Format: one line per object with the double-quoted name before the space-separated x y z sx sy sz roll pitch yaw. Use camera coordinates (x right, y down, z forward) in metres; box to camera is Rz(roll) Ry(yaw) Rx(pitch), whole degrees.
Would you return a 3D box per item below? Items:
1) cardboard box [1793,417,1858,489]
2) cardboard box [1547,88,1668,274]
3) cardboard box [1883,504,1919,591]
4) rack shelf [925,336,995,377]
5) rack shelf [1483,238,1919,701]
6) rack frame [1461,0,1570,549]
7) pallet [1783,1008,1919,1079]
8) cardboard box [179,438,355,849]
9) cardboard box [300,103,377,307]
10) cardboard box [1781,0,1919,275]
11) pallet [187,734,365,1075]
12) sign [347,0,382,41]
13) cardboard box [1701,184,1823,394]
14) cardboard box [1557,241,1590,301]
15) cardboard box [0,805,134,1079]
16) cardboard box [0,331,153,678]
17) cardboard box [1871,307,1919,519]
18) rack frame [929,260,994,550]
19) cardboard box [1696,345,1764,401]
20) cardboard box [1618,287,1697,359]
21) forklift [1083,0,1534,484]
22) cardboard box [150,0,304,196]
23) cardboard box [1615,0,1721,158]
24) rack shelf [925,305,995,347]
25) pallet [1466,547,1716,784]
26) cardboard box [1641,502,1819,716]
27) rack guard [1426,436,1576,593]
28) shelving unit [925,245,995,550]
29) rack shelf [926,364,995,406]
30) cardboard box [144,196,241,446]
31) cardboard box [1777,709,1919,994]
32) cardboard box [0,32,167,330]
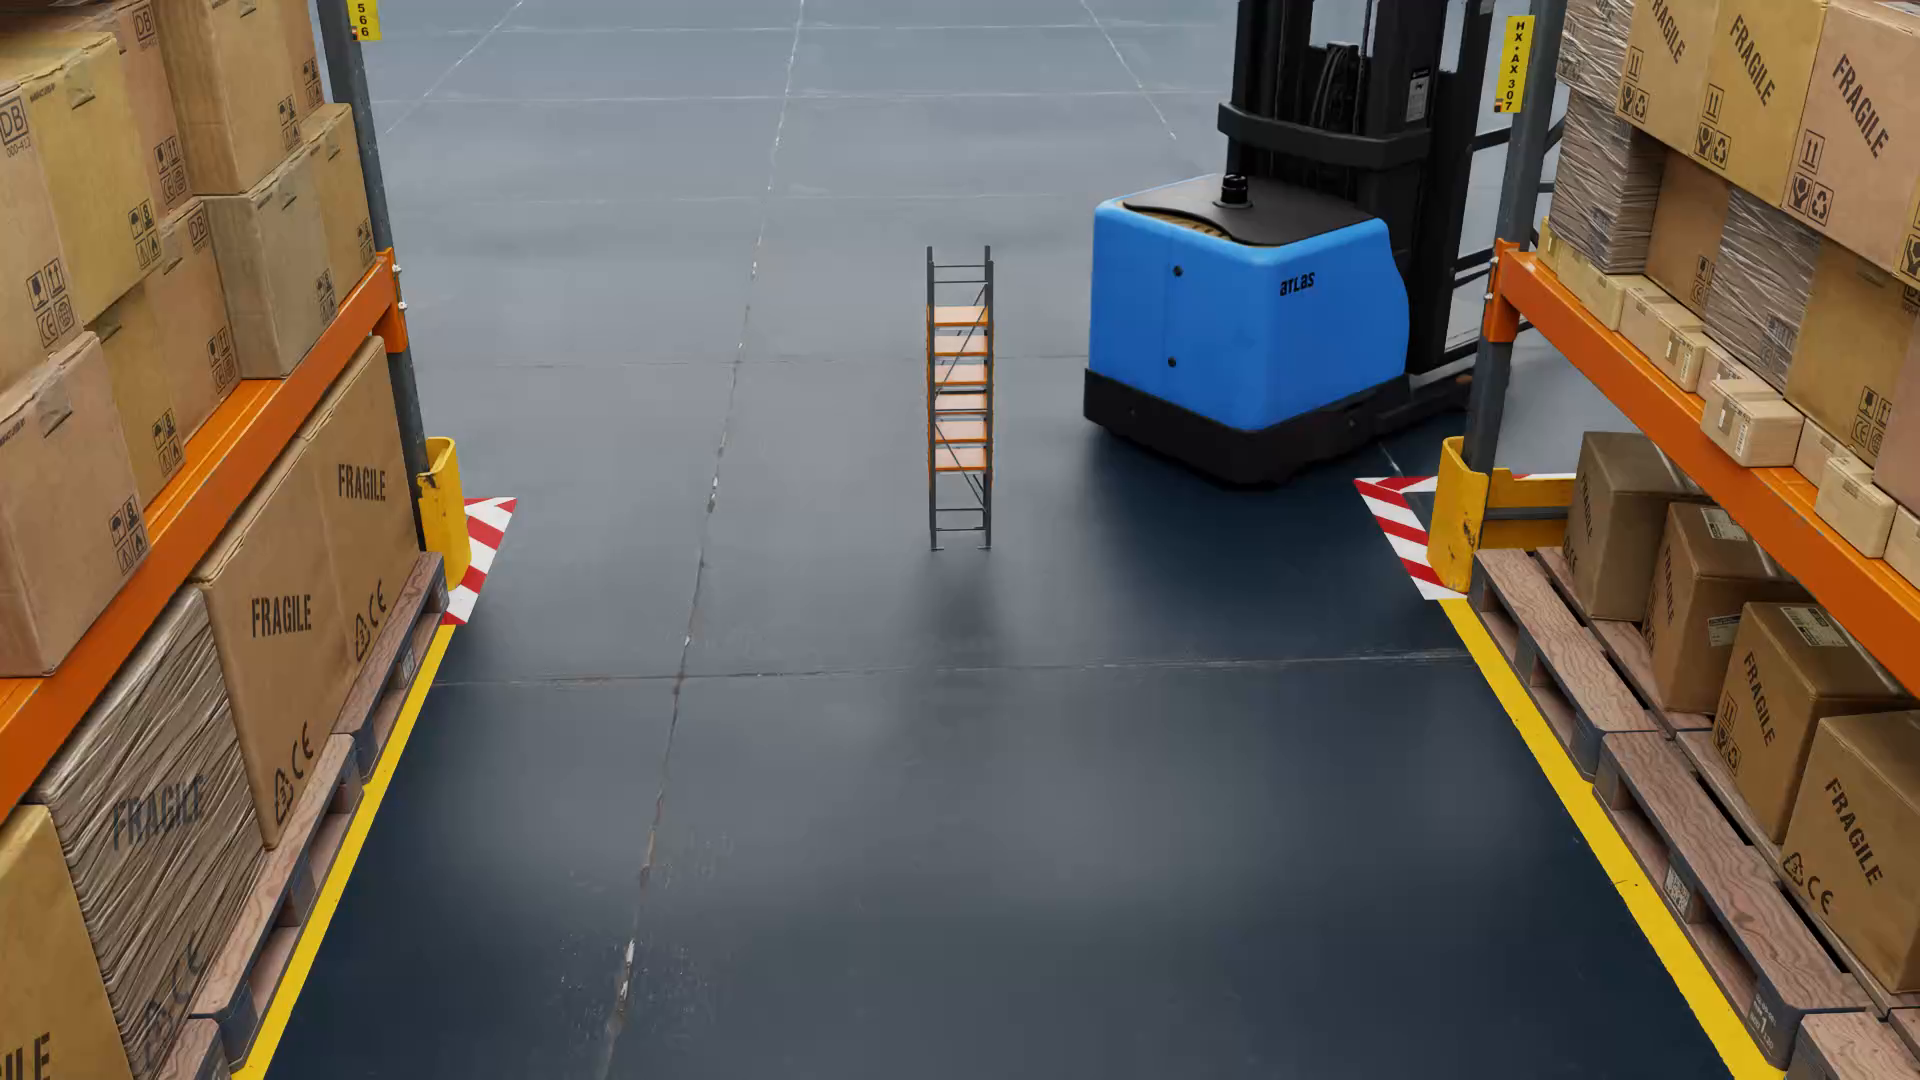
"cardboard box" 2.344 -0.199 4.160 0.380 0.149 0.250 -1 28 -3
"cardboard box" 2.442 -1.177 5.333 0.875 0.500 0.500 -1 28 -3
"cardboard box" 2.329 0.033 3.715 0.380 0.149 0.250 -1 28 -3
"rack shelf" -0.001 -0.712 6.395 0.258 0.103 0.180 -1 28 -3
"rack shelf" 2.545 -0.013 4.308 1.077 0.370 4.000 -1 28 -3
"rack frame" 2.440 -1.255 5.913 1.000 3.000 0.127 -1 28 -3
"pallet" 2.579 1.519 3.609 1.003 0.211 1.213 -1 28 -3
"cardboard box" -2.369 0.292 4.790 0.875 0.875 0.875 -2 28 -3
"cardboard box" -2.454 -1.078 5.411 0.875 0.550 0.550 -1 28 -3
"cardboard box" 2.276 -0.921 3.762 0.500 0.500 0.500 -1 28 -3
"pallet" -2.338 0.984 4.635 1.003 0.211 1.213 -1 28 -3
"sign" -1.976 -1.807 5.463 0.100 0.325 0.005 -1 28 -3
"cardboard box" 2.570 -0.717 4.451 0.875 0.500 0.500 -1 28 -3
"cardboard box" 2.211 -0.890 5.485 0.380 0.149 0.250 -1 28 -3
"cardboard box" -2.272 1.129 3.185 0.875 0.875 0.875 -1 28 -2
"cardboard box" -2.303 -0.077 3.492 0.875 0.550 0.550 -1 28 -3
"cardboard box" 2.570 -0.254 3.563 0.875 0.500 0.500 -1 28 -3
"rack frame" 0.004 -0.496 6.404 0.240 1.200 0.006 -1 28 -3
"cardboard box" 2.289 -0.429 4.601 0.380 0.149 0.250 -1 28 -3
"cardboard box" 2.243 -0.660 5.043 0.380 0.149 0.250 -1 28 -3
"forklift" 2.023 -2.089 7.586 3.031 2.935 1.130 -21 34 -35
"cardboard box" -2.417 -1.303 4.675 0.875 0.550 0.550 -1 28 -3
"cardboard box" 2.216 -1.383 4.647 0.500 0.500 0.500 -1 28 -3
"rack shelf" -0.001 -0.818 6.339 0.258 0.103 0.180 -1 28 -3
"pallet" 2.451 0.392 5.769 1.003 0.211 1.213 -1 28 -3
"cardboard box" 2.522 0.231 5.312 0.500 0.500 0.500 6 28 11
"rack guard" 2.444 -0.112 6.424 1.175 0.500 0.348 -1 28 -3
"shelving unit" -0.001 -0.539 6.485 0.258 1.200 0.189 -1 28 -3
"rack shelf" -0.001 -0.606 6.450 0.258 0.103 0.180 -1 28 -3
"cardboard box" -2.499 -0.563 4.424 0.875 0.550 0.550 -1 28 -3
"cardboard box" 2.520 0.779 4.261 0.500 0.500 0.500 -4 28 -7
"cardboard box" -2.366 -0.800 3.710 0.875 0.550 0.500 -1 28 -3
